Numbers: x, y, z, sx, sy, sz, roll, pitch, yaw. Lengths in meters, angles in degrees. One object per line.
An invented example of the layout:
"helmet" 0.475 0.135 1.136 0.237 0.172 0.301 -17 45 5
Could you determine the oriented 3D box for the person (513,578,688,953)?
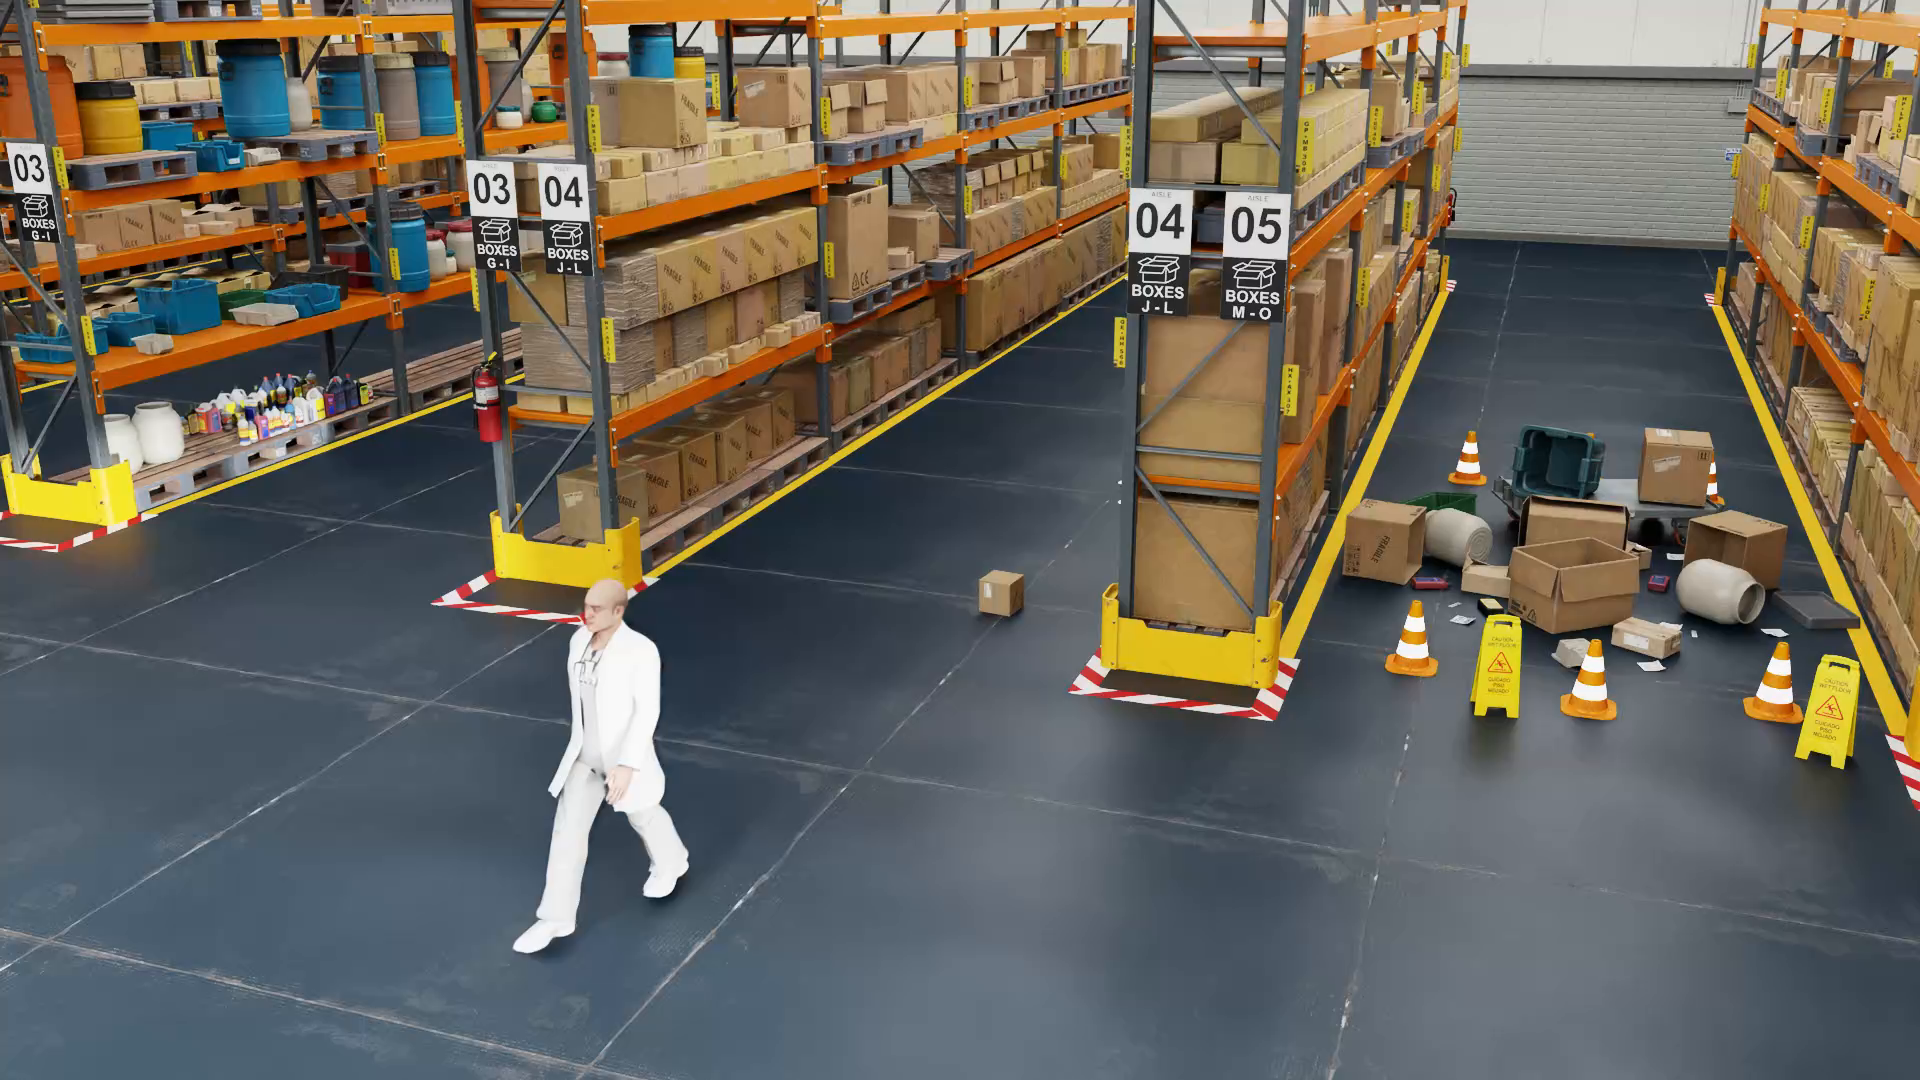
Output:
"person" -1.704 1.063 7.934 0.587 1.670 1.083 9 20 26
